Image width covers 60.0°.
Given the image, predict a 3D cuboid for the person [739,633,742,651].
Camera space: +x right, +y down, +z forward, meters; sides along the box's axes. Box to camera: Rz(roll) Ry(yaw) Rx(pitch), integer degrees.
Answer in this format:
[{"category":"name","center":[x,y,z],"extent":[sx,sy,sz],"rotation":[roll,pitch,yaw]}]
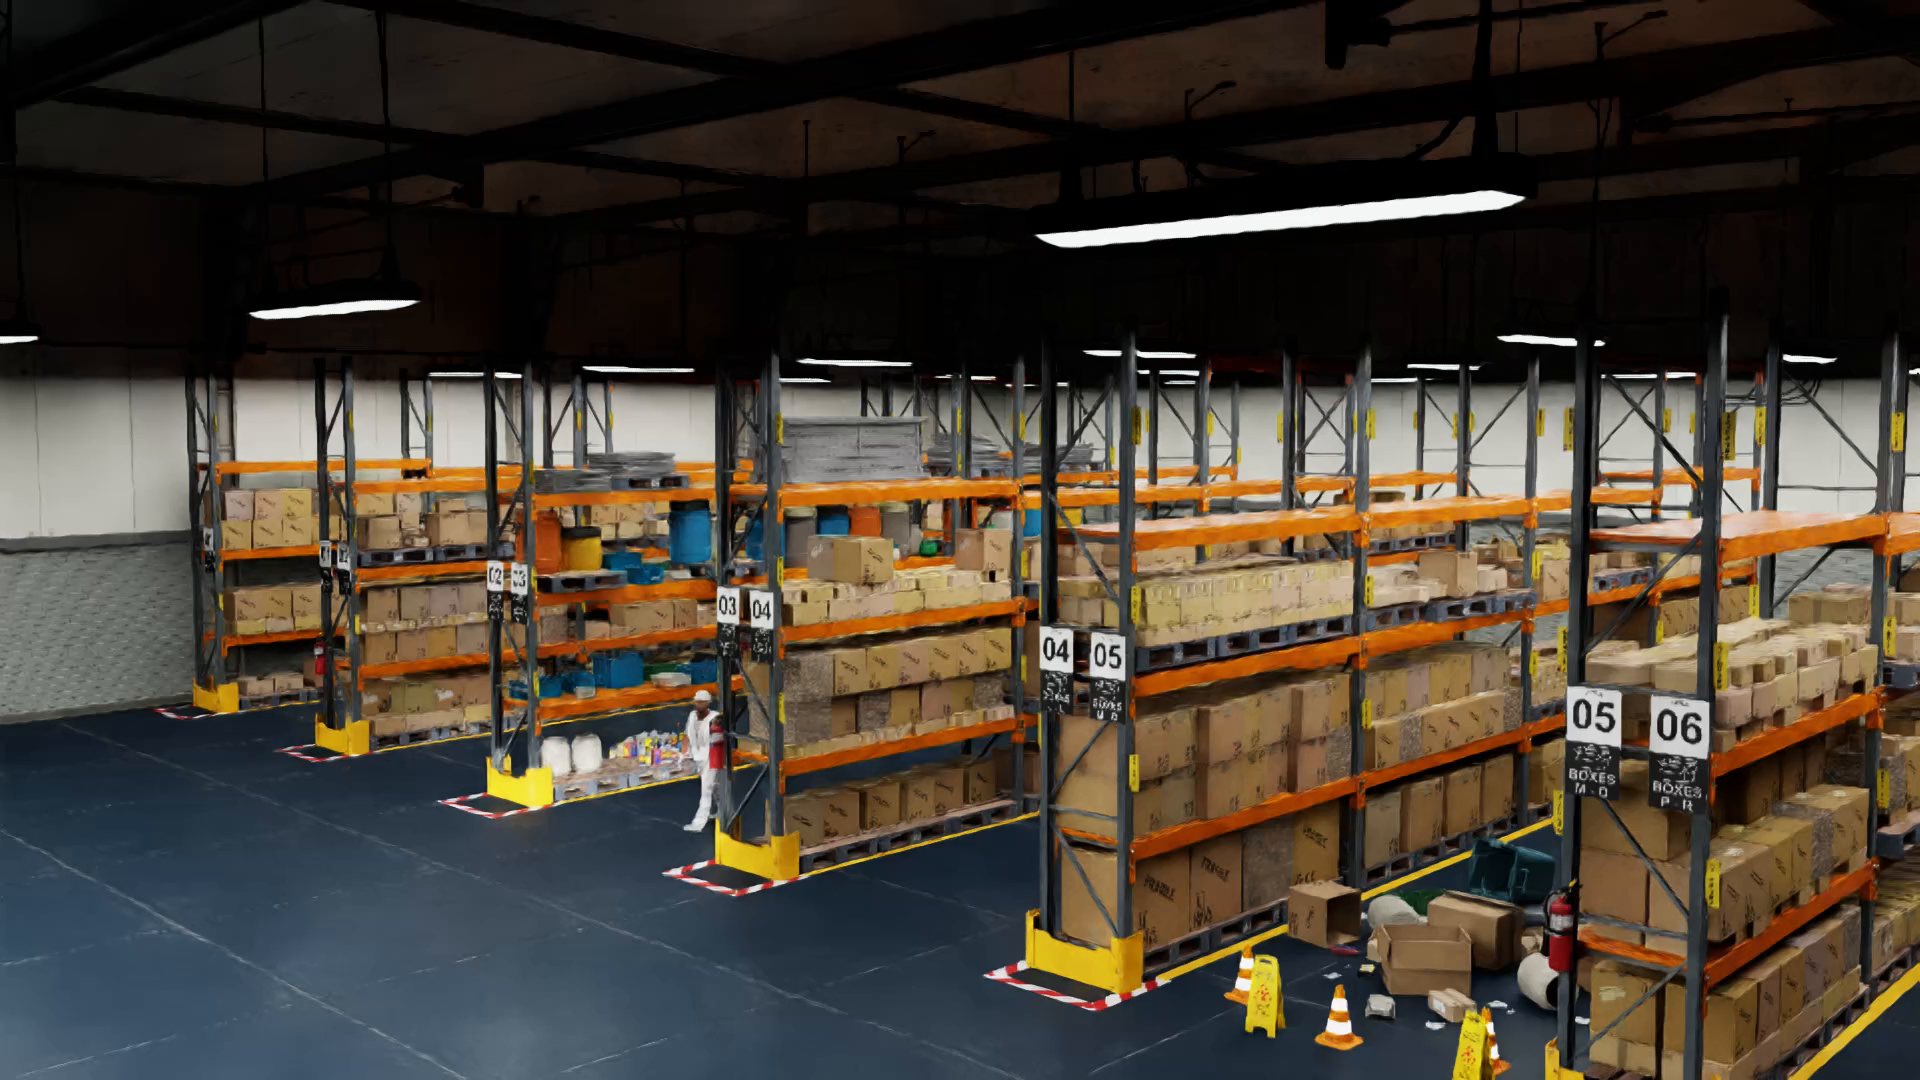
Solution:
[{"category":"person","center":[-4.765,1.584,35.260],"extent":[0.407,1.733,0.648],"rotation":[2,5,24]}]

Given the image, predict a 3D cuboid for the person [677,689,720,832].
[{"category":"person","center":[-3.190,2.709,20.672],"extent":[0.554,1.724,1.029],"rotation":[3,5,36]}]
